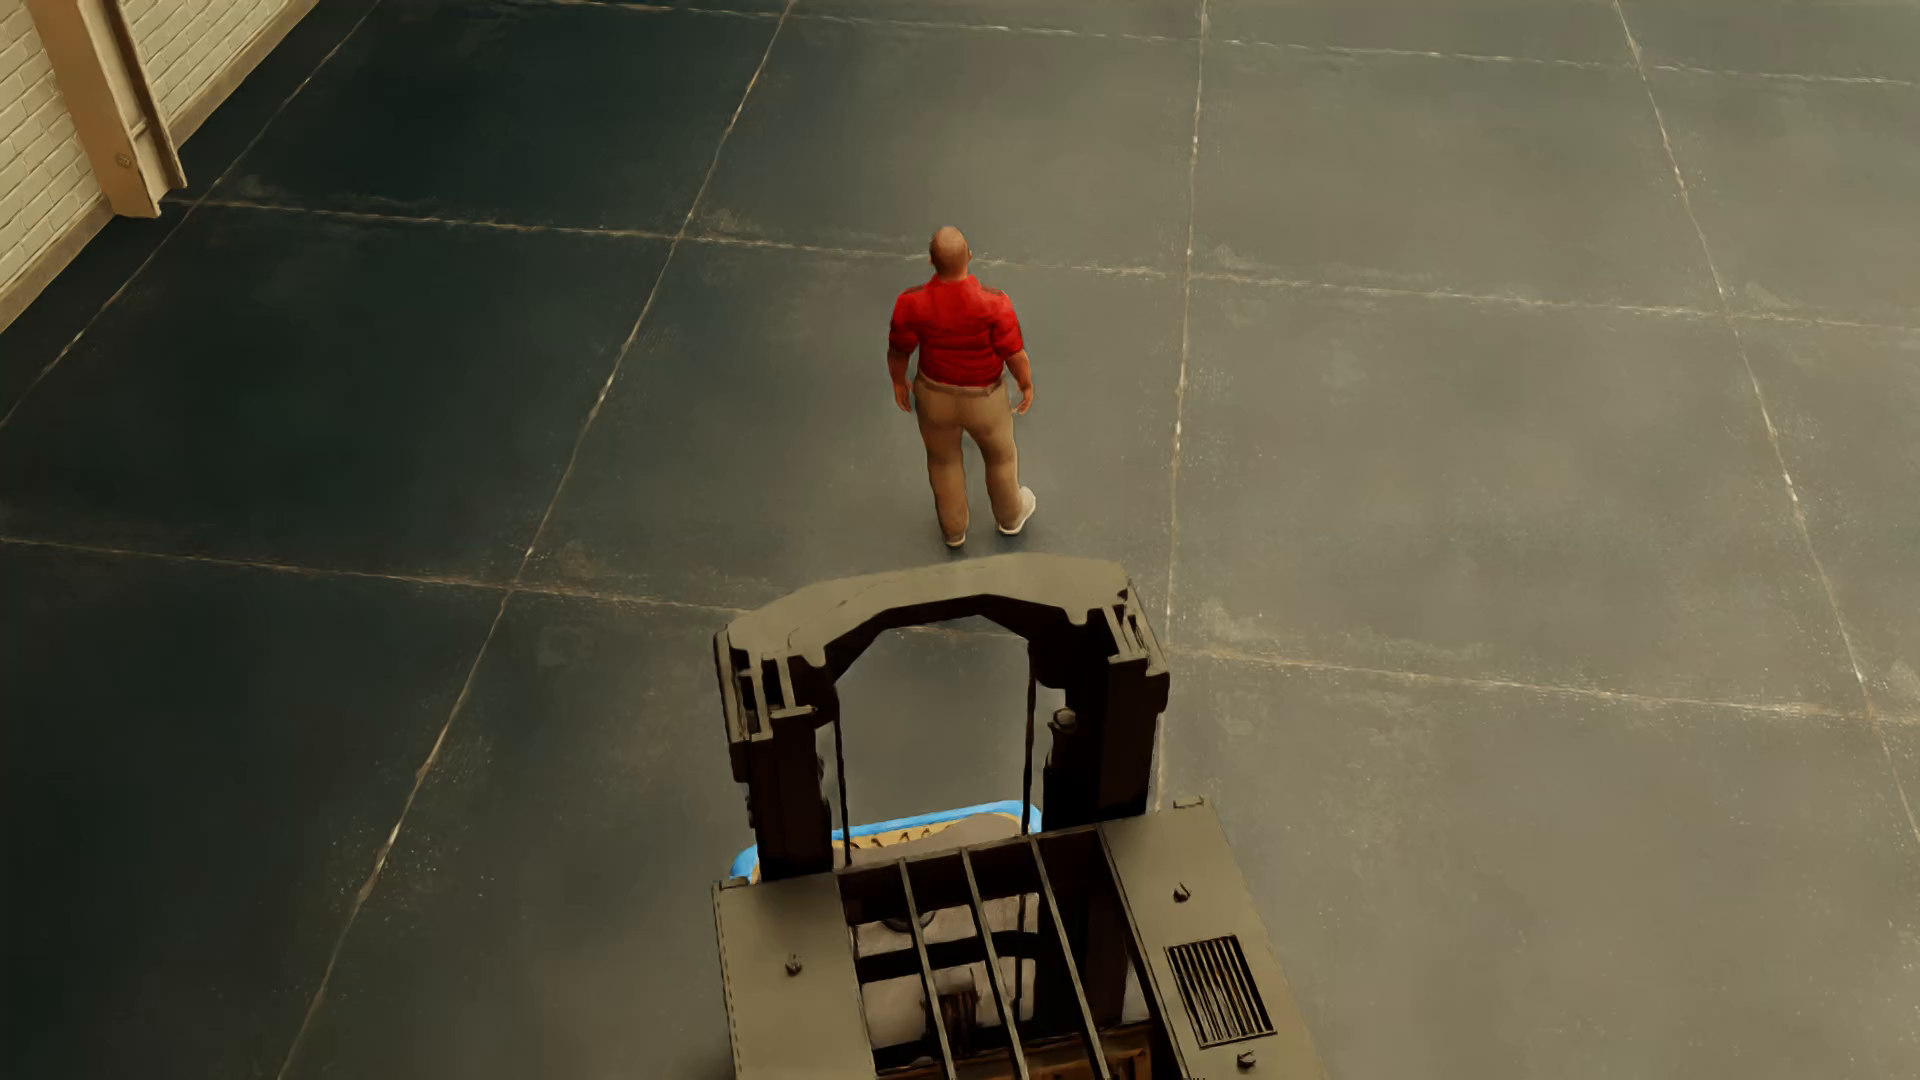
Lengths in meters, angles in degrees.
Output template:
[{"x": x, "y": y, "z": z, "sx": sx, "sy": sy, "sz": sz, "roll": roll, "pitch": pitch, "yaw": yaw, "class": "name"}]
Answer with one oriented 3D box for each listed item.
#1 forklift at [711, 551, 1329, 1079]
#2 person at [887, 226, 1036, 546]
[{"x": 0.078, "y": 1.587, "z": 3.996, "sx": 1.130, "sy": 2.935, "sz": 3.031, "roll": -8, "pitch": 43, "yaw": -9, "class": "forklift"}, {"x": 0.024, "y": -0.701, "z": 7.366, "sx": 0.640, "sy": 1.726, "sz": 0.550, "roll": 5, "pitch": 43, "yaw": 6, "class": "person"}]
